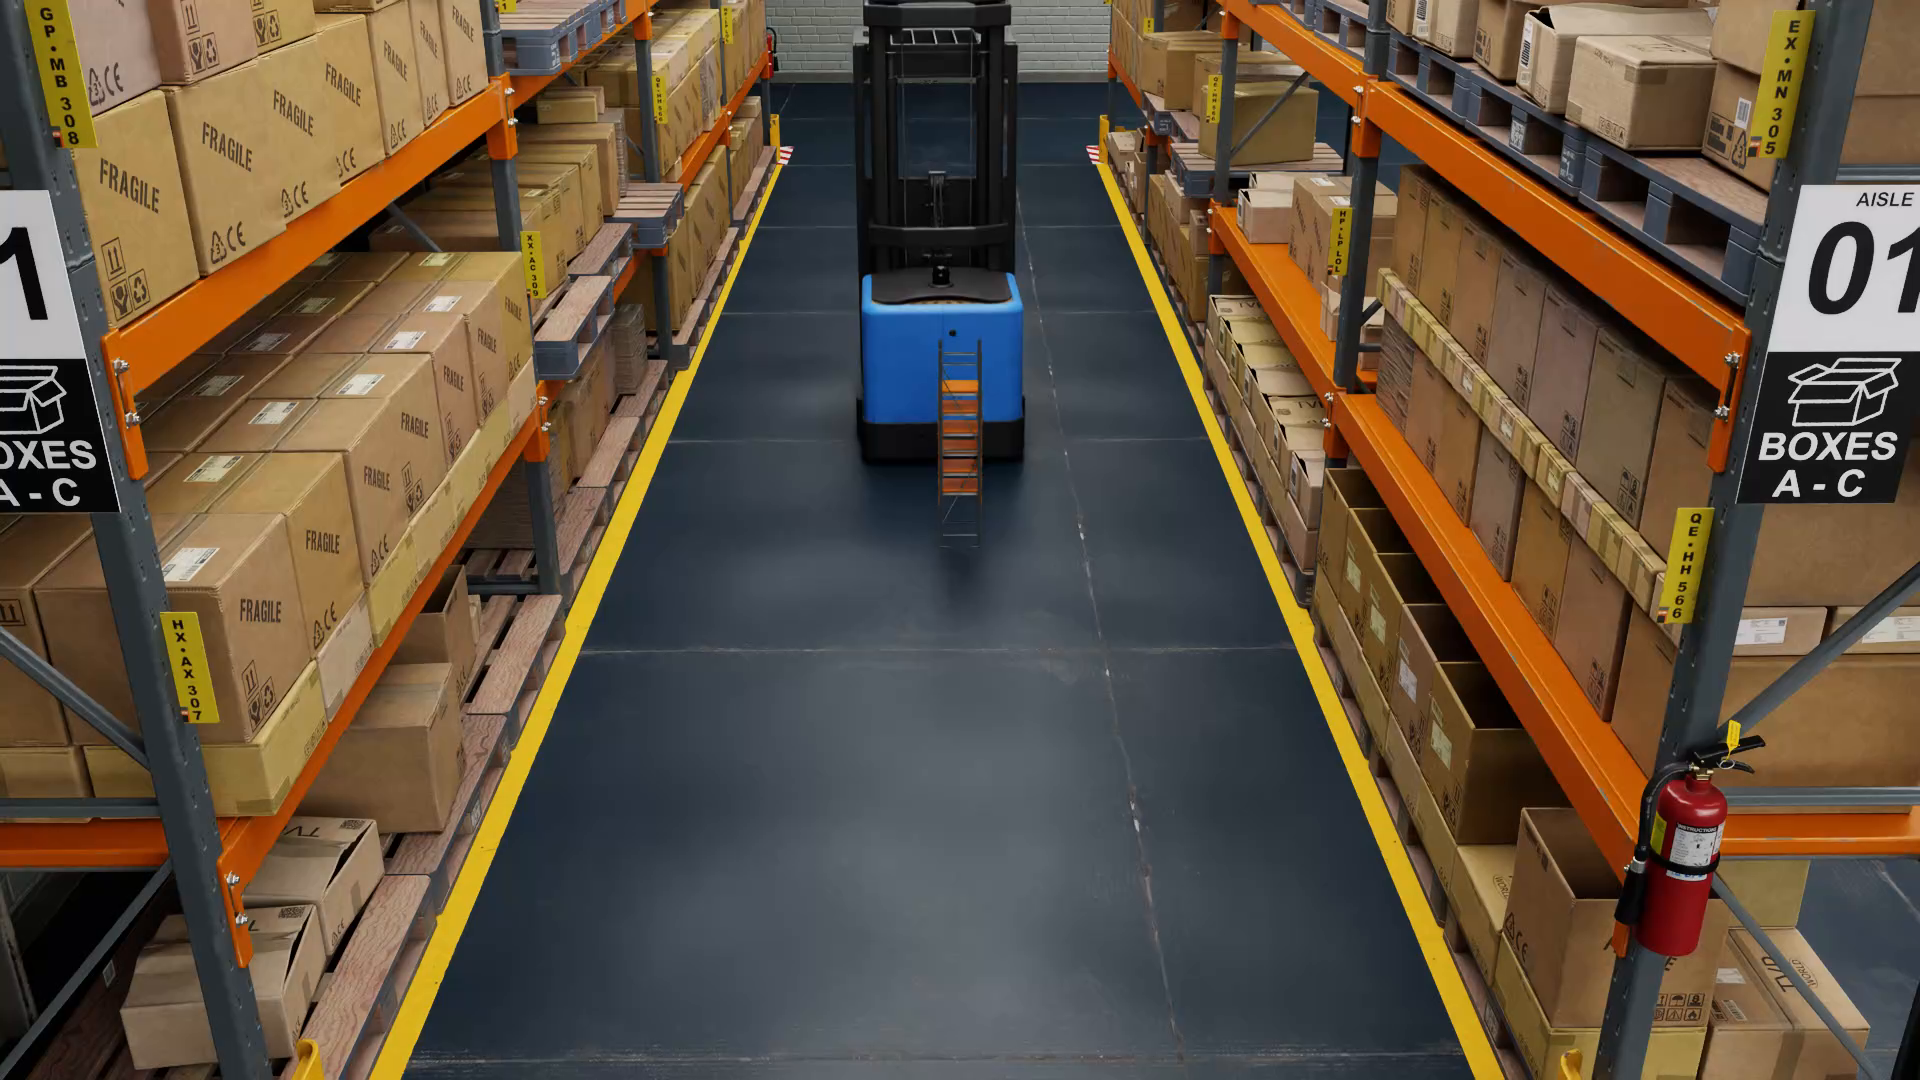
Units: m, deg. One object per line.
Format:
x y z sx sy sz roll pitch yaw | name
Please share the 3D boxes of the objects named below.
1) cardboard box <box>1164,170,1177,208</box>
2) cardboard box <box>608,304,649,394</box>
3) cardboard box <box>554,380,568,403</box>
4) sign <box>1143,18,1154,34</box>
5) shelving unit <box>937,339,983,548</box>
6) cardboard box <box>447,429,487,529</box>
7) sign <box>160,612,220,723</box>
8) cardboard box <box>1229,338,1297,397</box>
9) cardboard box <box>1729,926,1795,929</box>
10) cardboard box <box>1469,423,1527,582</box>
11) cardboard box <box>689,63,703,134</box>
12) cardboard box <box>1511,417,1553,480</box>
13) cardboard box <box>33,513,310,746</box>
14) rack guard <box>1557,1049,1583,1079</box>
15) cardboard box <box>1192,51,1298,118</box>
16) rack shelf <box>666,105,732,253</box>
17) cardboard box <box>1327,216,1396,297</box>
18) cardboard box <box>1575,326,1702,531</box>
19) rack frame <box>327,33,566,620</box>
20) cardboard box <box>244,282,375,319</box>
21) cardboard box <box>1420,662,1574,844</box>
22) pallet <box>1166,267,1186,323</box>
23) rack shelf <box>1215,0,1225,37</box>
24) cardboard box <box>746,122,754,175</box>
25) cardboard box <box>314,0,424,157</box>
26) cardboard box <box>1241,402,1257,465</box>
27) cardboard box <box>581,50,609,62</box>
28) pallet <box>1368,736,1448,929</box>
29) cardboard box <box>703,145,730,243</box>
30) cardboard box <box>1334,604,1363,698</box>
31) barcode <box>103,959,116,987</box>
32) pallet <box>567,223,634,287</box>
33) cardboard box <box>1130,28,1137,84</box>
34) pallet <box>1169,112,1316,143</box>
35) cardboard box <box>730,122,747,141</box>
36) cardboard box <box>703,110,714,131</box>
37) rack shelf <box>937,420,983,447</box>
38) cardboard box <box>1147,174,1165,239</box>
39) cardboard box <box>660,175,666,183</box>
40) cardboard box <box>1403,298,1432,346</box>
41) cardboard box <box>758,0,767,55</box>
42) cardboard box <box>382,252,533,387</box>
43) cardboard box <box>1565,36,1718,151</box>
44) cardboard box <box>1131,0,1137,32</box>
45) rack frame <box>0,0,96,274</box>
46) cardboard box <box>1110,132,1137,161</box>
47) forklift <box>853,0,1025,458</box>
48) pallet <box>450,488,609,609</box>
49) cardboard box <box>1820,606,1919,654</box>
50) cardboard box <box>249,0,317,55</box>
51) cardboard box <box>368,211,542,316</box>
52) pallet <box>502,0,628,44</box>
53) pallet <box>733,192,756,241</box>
2.048 -3.029 14.396 0.500 0.250 0.500 0 24 0 | cardboard box
-2.574 -1.331 11.552 0.700 0.500 0.500 0 24 0 | cardboard box
-2.633 -1.020 9.954 0.500 0.250 0.500 -1 24 -2 | cardboard box
1.733 -4.627 15.290 0.100 0.325 0.005 0 24 -1 | sign
0.000 -0.541 9.490 0.258 1.200 0.189 0 24 -1 | shelving unit
-2.264 -0.252 6.825 0.500 0.250 0.500 0 24 -1 | cardboard box
-2.005 0.334 4.322 0.100 0.325 0.005 0 24 -1 | sign
2.048 -1.140 10.777 0.500 0.311 0.500 -1 24 -2 | cardboard box
2.614 1.340 5.974 0.500 0.250 0.500 0 24 -1 | cardboard box
2.394 -0.169 6.362 0.700 0.500 0.500 0 24 1 | cardboard box
-2.398 -3.592 13.546 0.500 0.500 0.500 0 24 1 | cardboard box
2.196 -0.324 5.919 0.380 0.149 0.250 0 24 1 | cardboard box
-2.252 0.250 4.805 0.500 0.500 0.500 0 24 0 | cardboard box
2.407 1.856 5.040 1.175 0.500 0.348 0 24 -1 | rack guard
2.356 -3.747 13.764 0.700 0.500 0.500 -6 25 -14 | cardboard box
-2.656 -3.062 13.754 1.077 0.370 4.000 0 24 -1 | rack shelf
2.365 -1.521 9.351 0.500 0.500 0.500 1 24 3 | cardboard box
2.402 -0.361 5.212 0.700 0.500 0.500 -1 24 -2 | cardboard box
-2.591 -0.918 8.139 1.000 3.000 0.127 0 24 -1 | rack frame
-2.793 -0.792 7.110 0.500 0.500 0.500 0 24 -1 | cardboard box
2.077 0.795 6.269 0.500 0.500 0.500 0 24 -1 | cardboard box
2.338 -2.128 14.200 1.003 0.211 1.213 0 24 -1 | pallet
2.297 -4.453 13.188 1.077 0.370 4.000 0 24 -1 | rack shelf
-2.602 -4.213 17.950 0.700 0.500 0.500 -1 24 -2 | cardboard box
-2.301 -1.695 6.073 0.500 0.500 0.500 -1 24 -3 | cardboard box
2.054 -0.678 10.437 0.500 0.250 0.500 0 24 1 | cardboard box
-2.901 -3.497 12.425 0.500 0.250 0.500 -1 24 -2 | cardboard box
2.346 1.161 6.927 1.003 0.211 1.213 0 24 -1 | pallet
-2.541 -3.159 15.193 0.750 0.750 0.750 0 24 0 | cardboard box
2.065 0.519 7.791 0.500 0.250 0.500 0 24 -1 | cardboard box
-2.865 1.460 5.600 0.001 0.075 0.075 0 24 -1 | barcode
-2.572 -1.663 10.020 1.003 0.211 1.213 0 24 -1 | pallet
1.998 -4.912 16.850 0.500 0.500 0.500 0 24 1 | cardboard box
2.293 -3.304 13.647 1.003 0.211 1.213 0 24 -1 | pallet
-2.411 -4.228 17.194 0.380 0.149 0.250 -1 24 -2 | cardboard box
-2.345 -3.651 14.464 0.380 0.149 0.250 0 24 -1 | cardboard box
0.000 -0.610 9.458 0.258 0.103 0.180 0 24 -1 | rack shelf
2.037 -3.099 15.462 0.500 0.500 0.500 -1 24 -3 | cardboard box
-2.400 -2.701 12.363 0.380 0.149 0.250 0 24 0 | cardboard box
2.179 -0.961 7.327 0.380 0.149 0.250 -1 24 -2 | cardboard box
-2.706 -5.789 18.546 0.980 0.700 0.700 1 24 2 | cardboard box
-2.276 -1.007 7.584 0.500 0.500 0.500 0 24 -1 | cardboard box
2.130 -1.320 4.891 0.500 0.250 0.500 0 24 -1 | cardboard box
1.997 -5.365 16.638 0.500 0.500 0.500 0 24 0 | cardboard box
-2.547 -2.003 3.258 1.000 3.000 0.127 0 24 -1 | rack frame
1.959 -4.402 18.647 0.500 0.250 0.500 0 24 -1 | cardboard box
-0.175 -2.427 11.560 1.130 2.935 3.031 -1 24 -2 | forklift
-2.601 0.032 9.423 1.003 0.211 1.213 0 24 -1 | pallet
2.617 0.203 4.753 0.380 0.149 0.250 0 24 -1 | cardboard box
-2.280 -1.724 4.923 0.500 0.500 0.500 0 24 1 | cardboard box
-2.562 -1.374 8.492 0.700 0.500 0.500 0 24 0 | cardboard box
-2.505 -2.881 9.068 1.213 0.211 1.003 0 24 -1 | pallet
-2.608 -3.257 16.696 1.003 0.211 1.213 0 24 -1 | pallet
